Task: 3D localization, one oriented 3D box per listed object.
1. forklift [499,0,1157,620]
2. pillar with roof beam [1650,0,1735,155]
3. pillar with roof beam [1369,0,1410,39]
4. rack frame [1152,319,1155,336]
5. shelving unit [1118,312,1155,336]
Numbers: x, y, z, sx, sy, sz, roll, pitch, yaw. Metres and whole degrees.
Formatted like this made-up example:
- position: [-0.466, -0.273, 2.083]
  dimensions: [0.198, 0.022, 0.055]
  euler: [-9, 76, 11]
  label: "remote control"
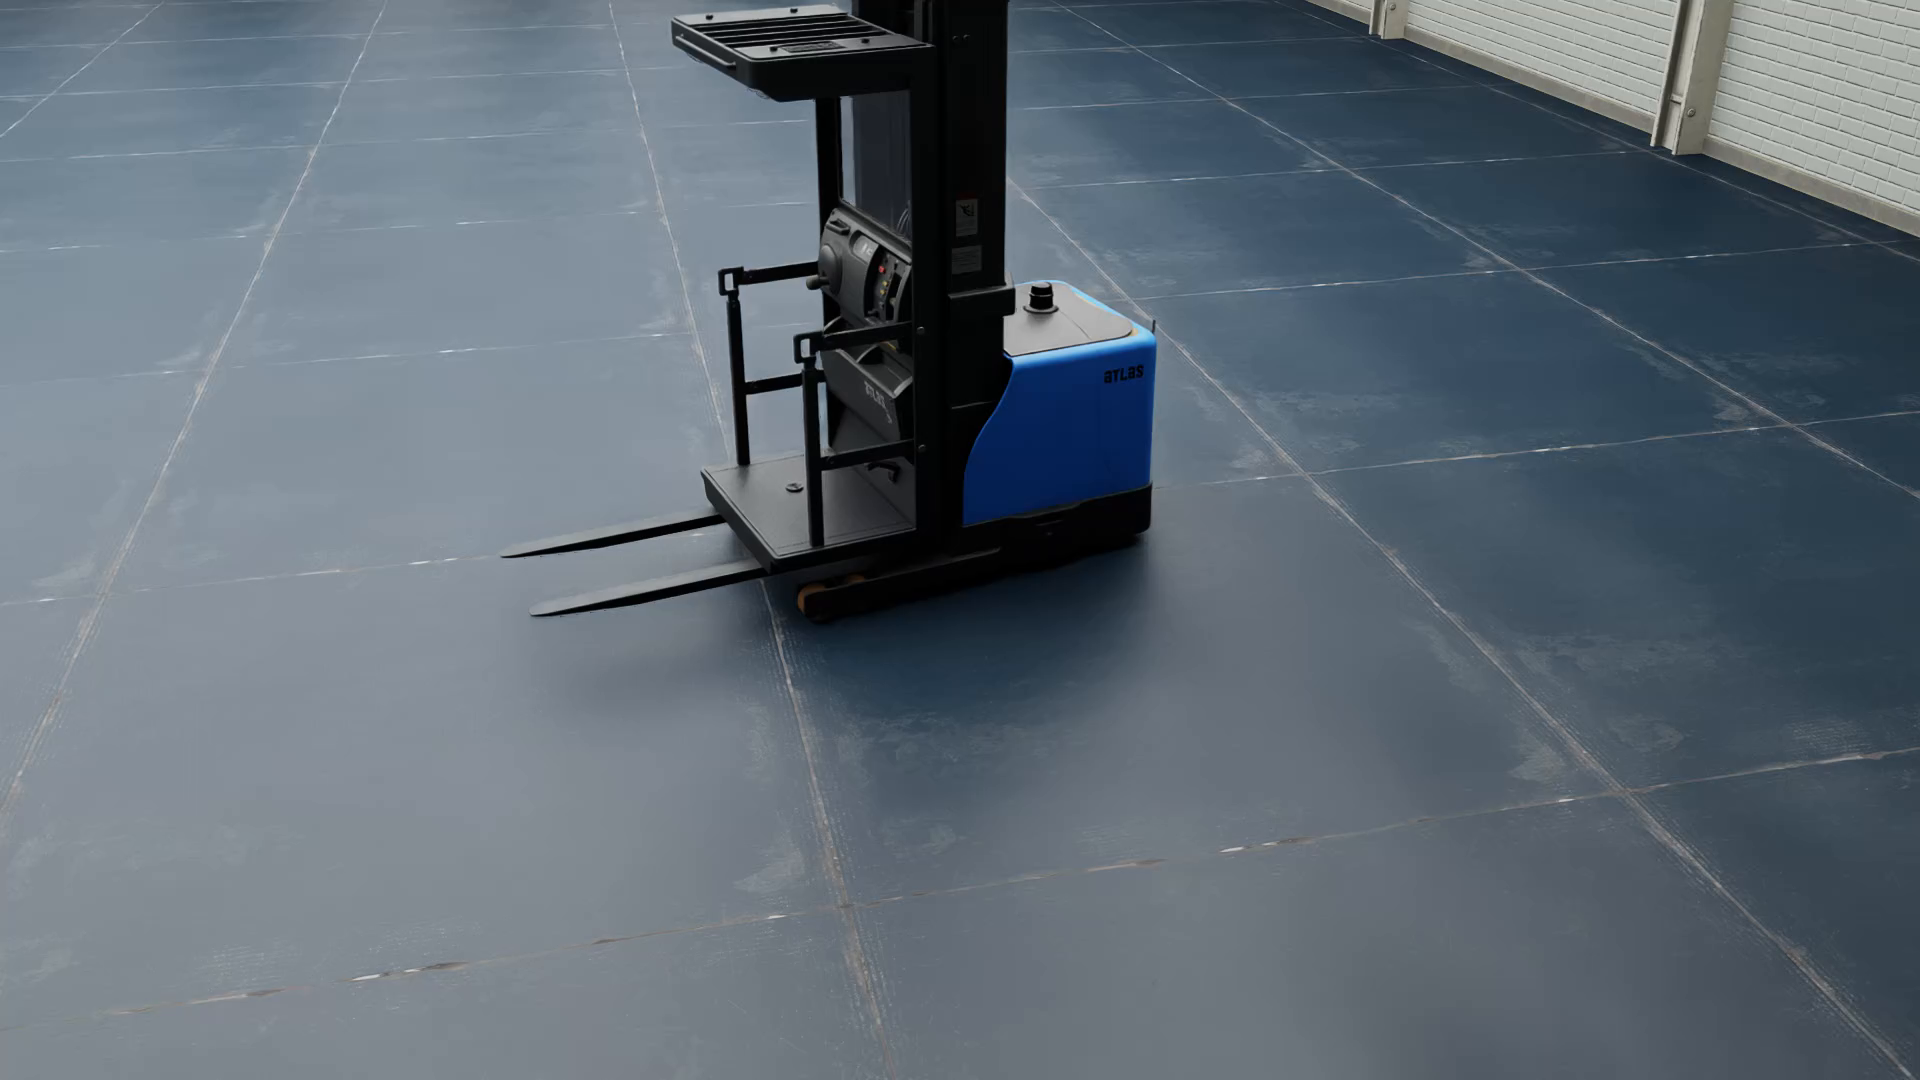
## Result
- position: [-0.614, -1.216, 7.407]
  dimensions: [3.031, 2.935, 1.130]
  euler: [-12, 29, -23]
  label: "forklift"
- position: [2.466, -7.213, 12.553]
  dimensions: [9.100, 9.000, 0.400]
  euler: [-6, 27, -12]
  label: "pillar with roof beam"
- position: [1.114, -9.847, 17.772]
  dimensions: [9.100, 9.000, 0.400]
  euler: [-6, 27, -12]
  label: "pillar with roof beam"
- position: [0.934, -0.679, 8.596]
  dimensions: [0.006, 0.900, 0.240]
  euler: [15, 30, 27]
  label: "rack frame"
- position: [0.846, -0.702, 8.641]
  dimensions: [0.210, 0.900, 0.258]
  euler: [15, 30, 27]
  label: "shelving unit"
